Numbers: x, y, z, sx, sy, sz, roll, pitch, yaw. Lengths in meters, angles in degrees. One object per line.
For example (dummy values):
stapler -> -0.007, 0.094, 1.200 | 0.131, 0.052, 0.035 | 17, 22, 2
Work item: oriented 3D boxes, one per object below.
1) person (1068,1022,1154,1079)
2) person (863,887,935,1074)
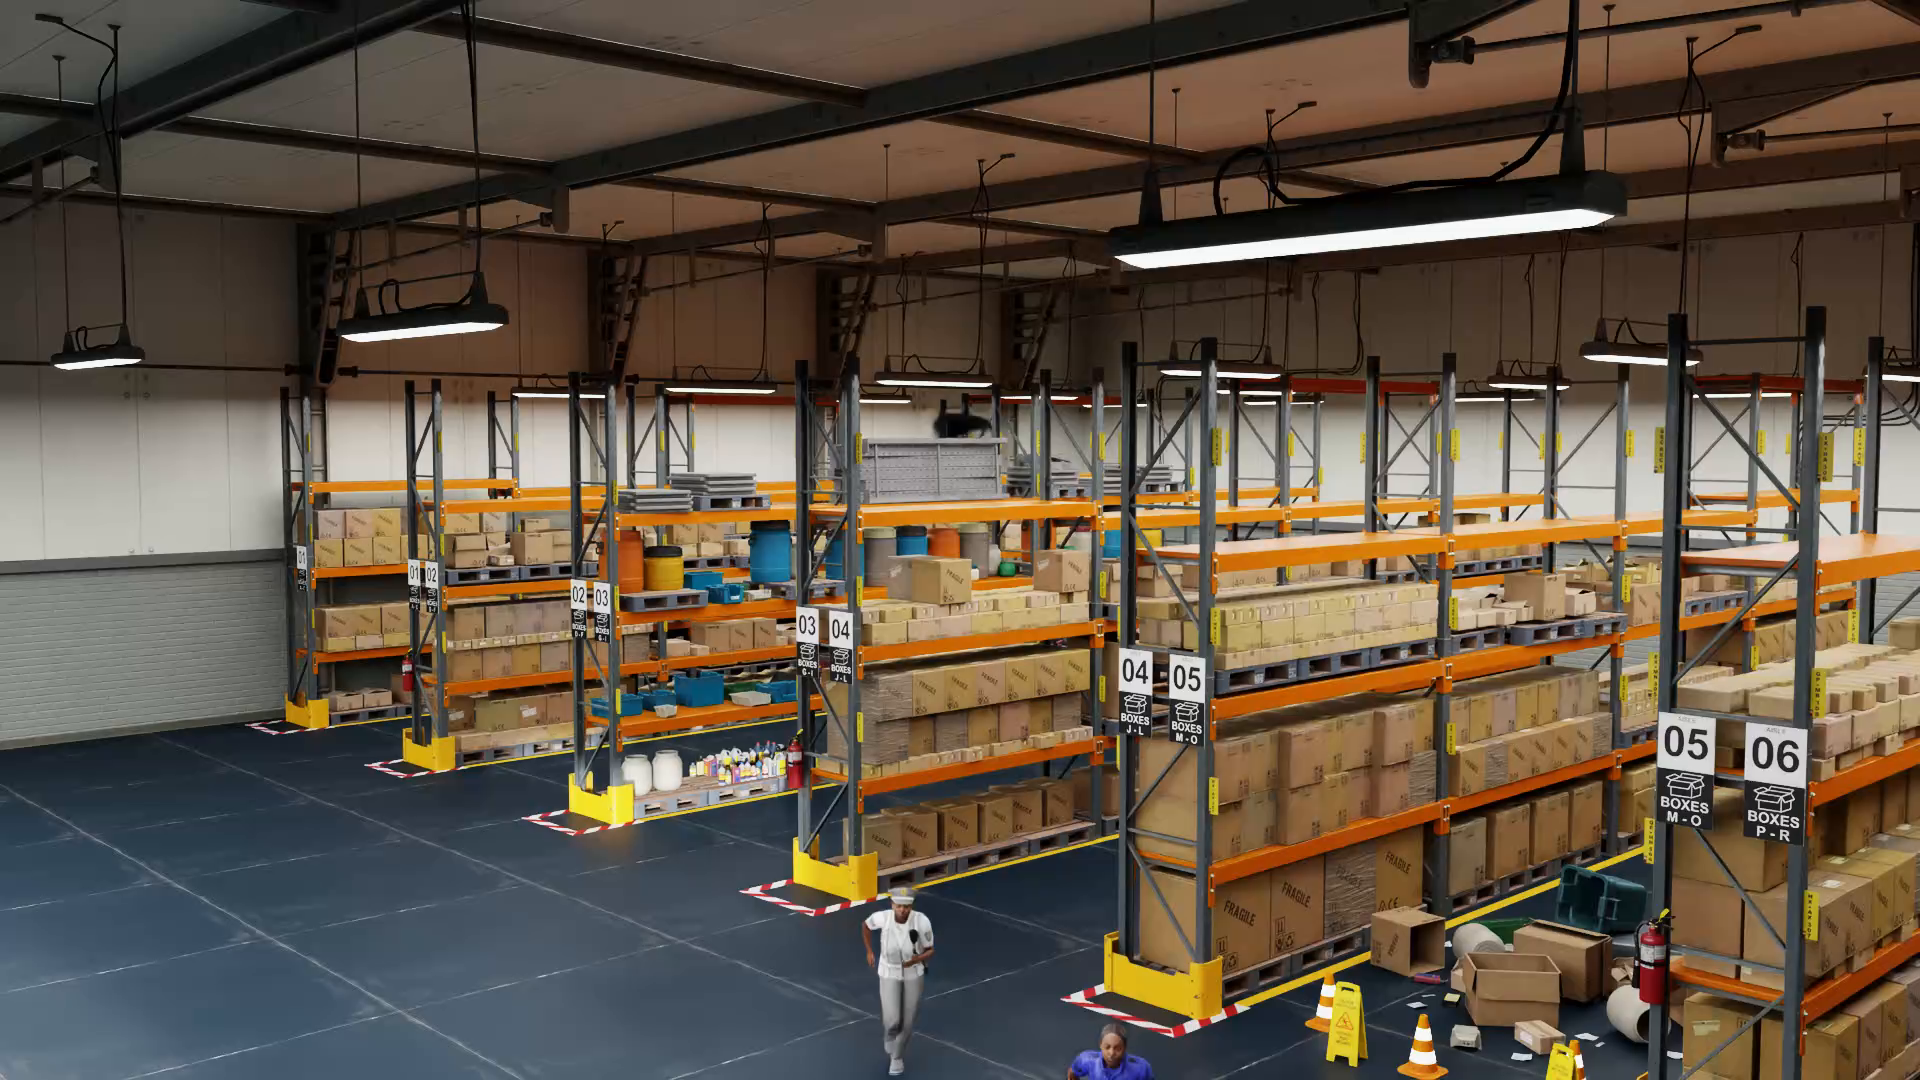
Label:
person -> 0.946, 3.731, 10.345 | 0.562, 1.587, 0.689 | 0, 4, 6
person -> -0.485, 3.514, 13.275 | 0.562, 1.611, 0.707 | 0, 4, -6
